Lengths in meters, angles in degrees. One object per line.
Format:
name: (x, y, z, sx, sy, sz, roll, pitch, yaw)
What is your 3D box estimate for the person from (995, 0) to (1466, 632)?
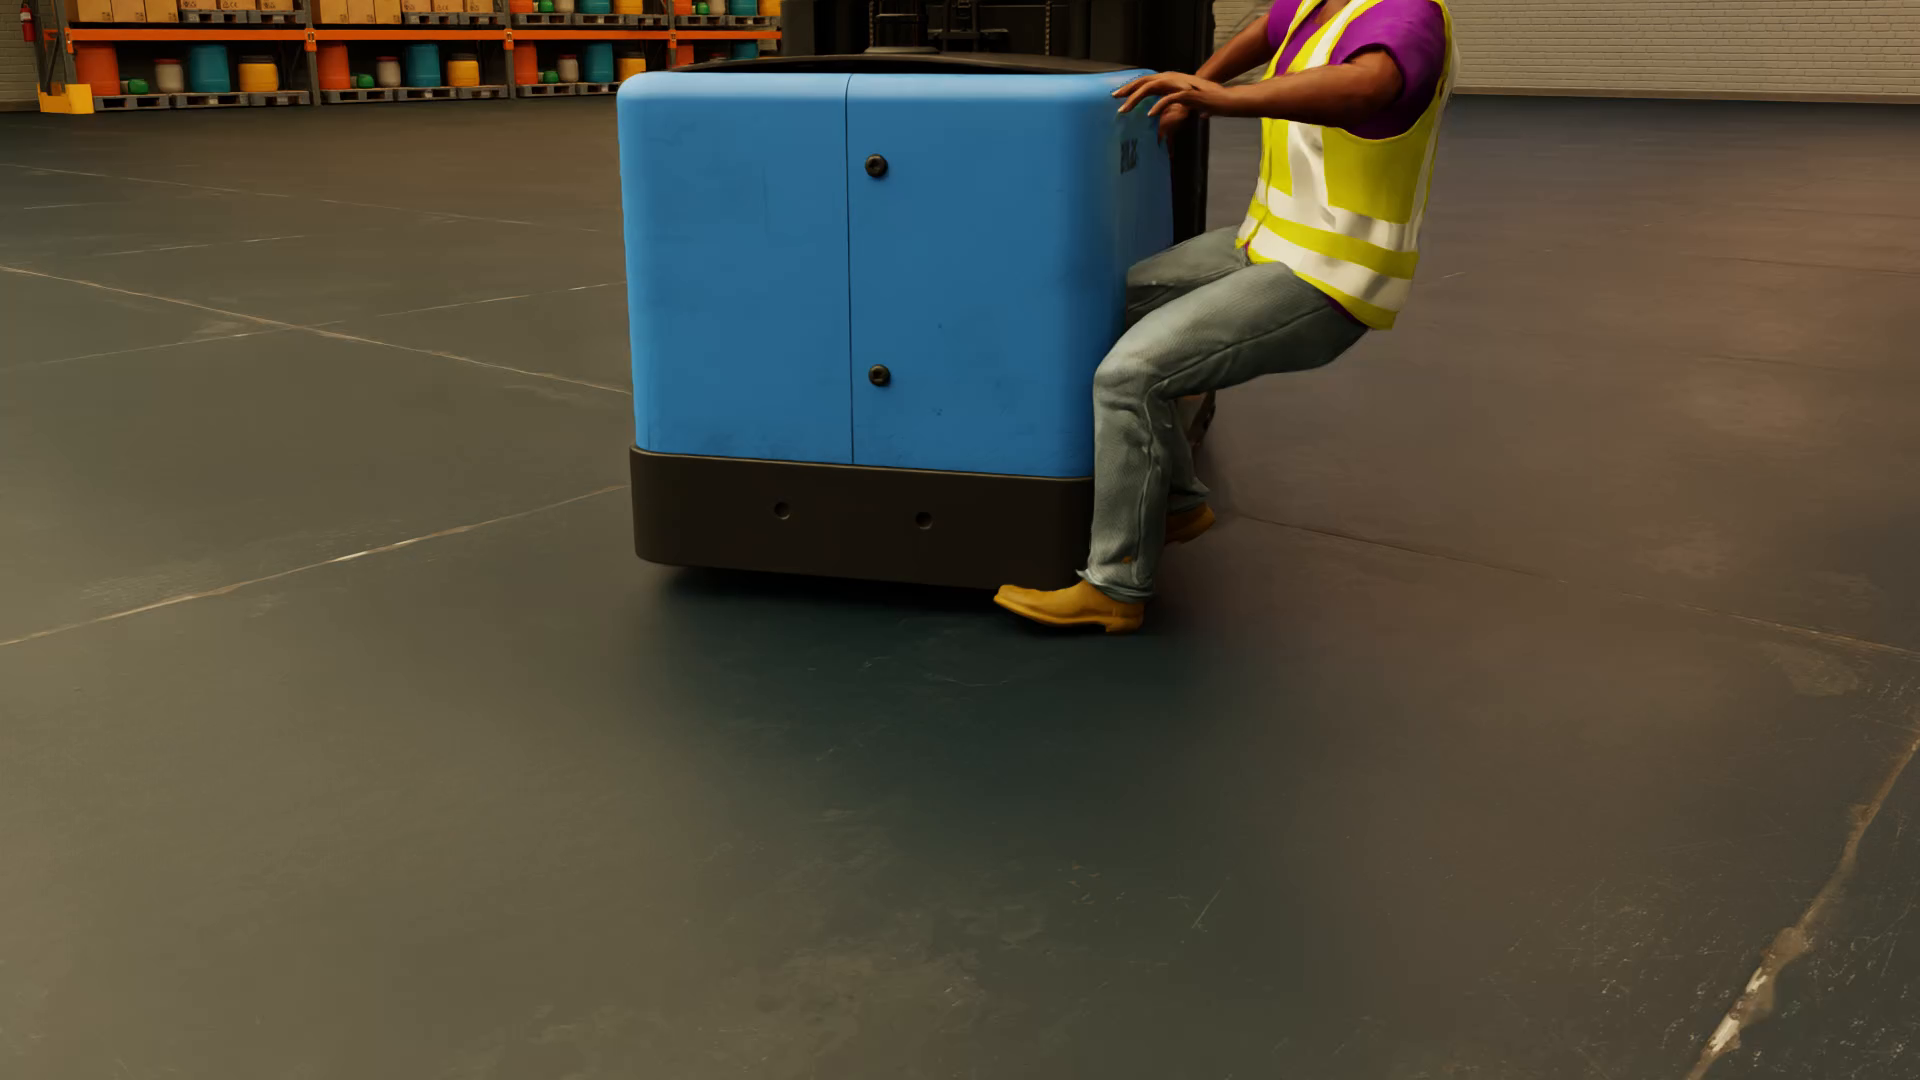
person: (0.496, -0.582, 3.267, 0.880, 1.519, 0.939, -6, 18, -20)

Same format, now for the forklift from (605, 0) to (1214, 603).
forklift: (0.135, -1.665, 4.381, 1.130, 2.935, 3.031, 4, 17, 13)
